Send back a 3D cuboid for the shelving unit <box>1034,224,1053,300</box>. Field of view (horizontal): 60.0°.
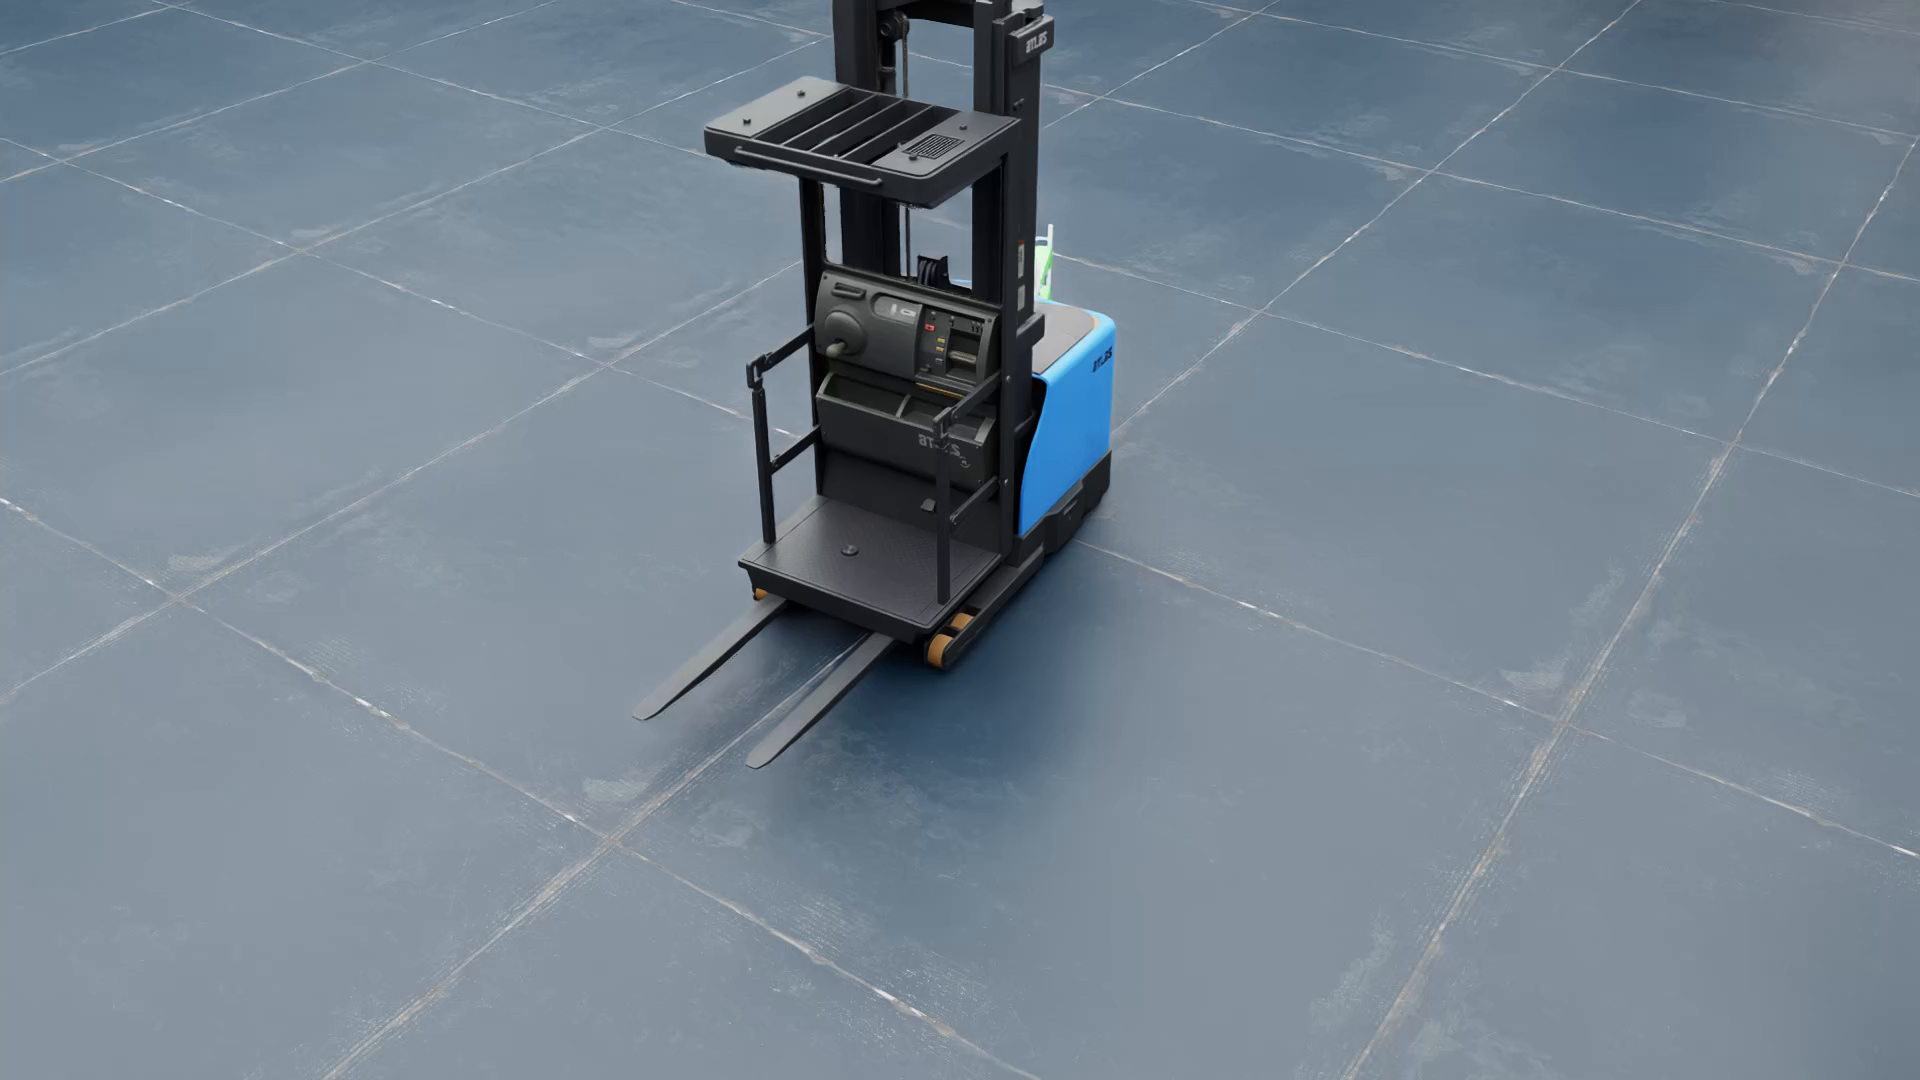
[{"bbox_3d":[0.350,-1.118,9.332,0.258,1.200,0.503,6,34,8],"label":"shelving unit"}]

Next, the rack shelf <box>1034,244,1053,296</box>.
[{"bbox_3d":[0.350,-1.463,9.099,0.258,0.148,0.480,6,34,8],"label":"rack shelf"}]

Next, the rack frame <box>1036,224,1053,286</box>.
[{"bbox_3d":[0.392,-1.253,9.531,0.240,1.200,0.015,6,34,8],"label":"rack frame"}]

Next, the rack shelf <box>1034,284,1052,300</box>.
[{"bbox_3d":[0.350,-1.264,9.233,0.258,0.148,0.480,6,34,8],"label":"rack shelf"}]

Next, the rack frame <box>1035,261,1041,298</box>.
[{"bbox_3d":[0.308,-0.983,9.133,0.240,1.200,0.015,6,34,8],"label":"rack frame"}]

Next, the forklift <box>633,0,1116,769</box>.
[{"bbox_3d":[-0.367,-0.899,7.463,1.130,2.935,3.031,18,38,25],"label":"forklift"}]
